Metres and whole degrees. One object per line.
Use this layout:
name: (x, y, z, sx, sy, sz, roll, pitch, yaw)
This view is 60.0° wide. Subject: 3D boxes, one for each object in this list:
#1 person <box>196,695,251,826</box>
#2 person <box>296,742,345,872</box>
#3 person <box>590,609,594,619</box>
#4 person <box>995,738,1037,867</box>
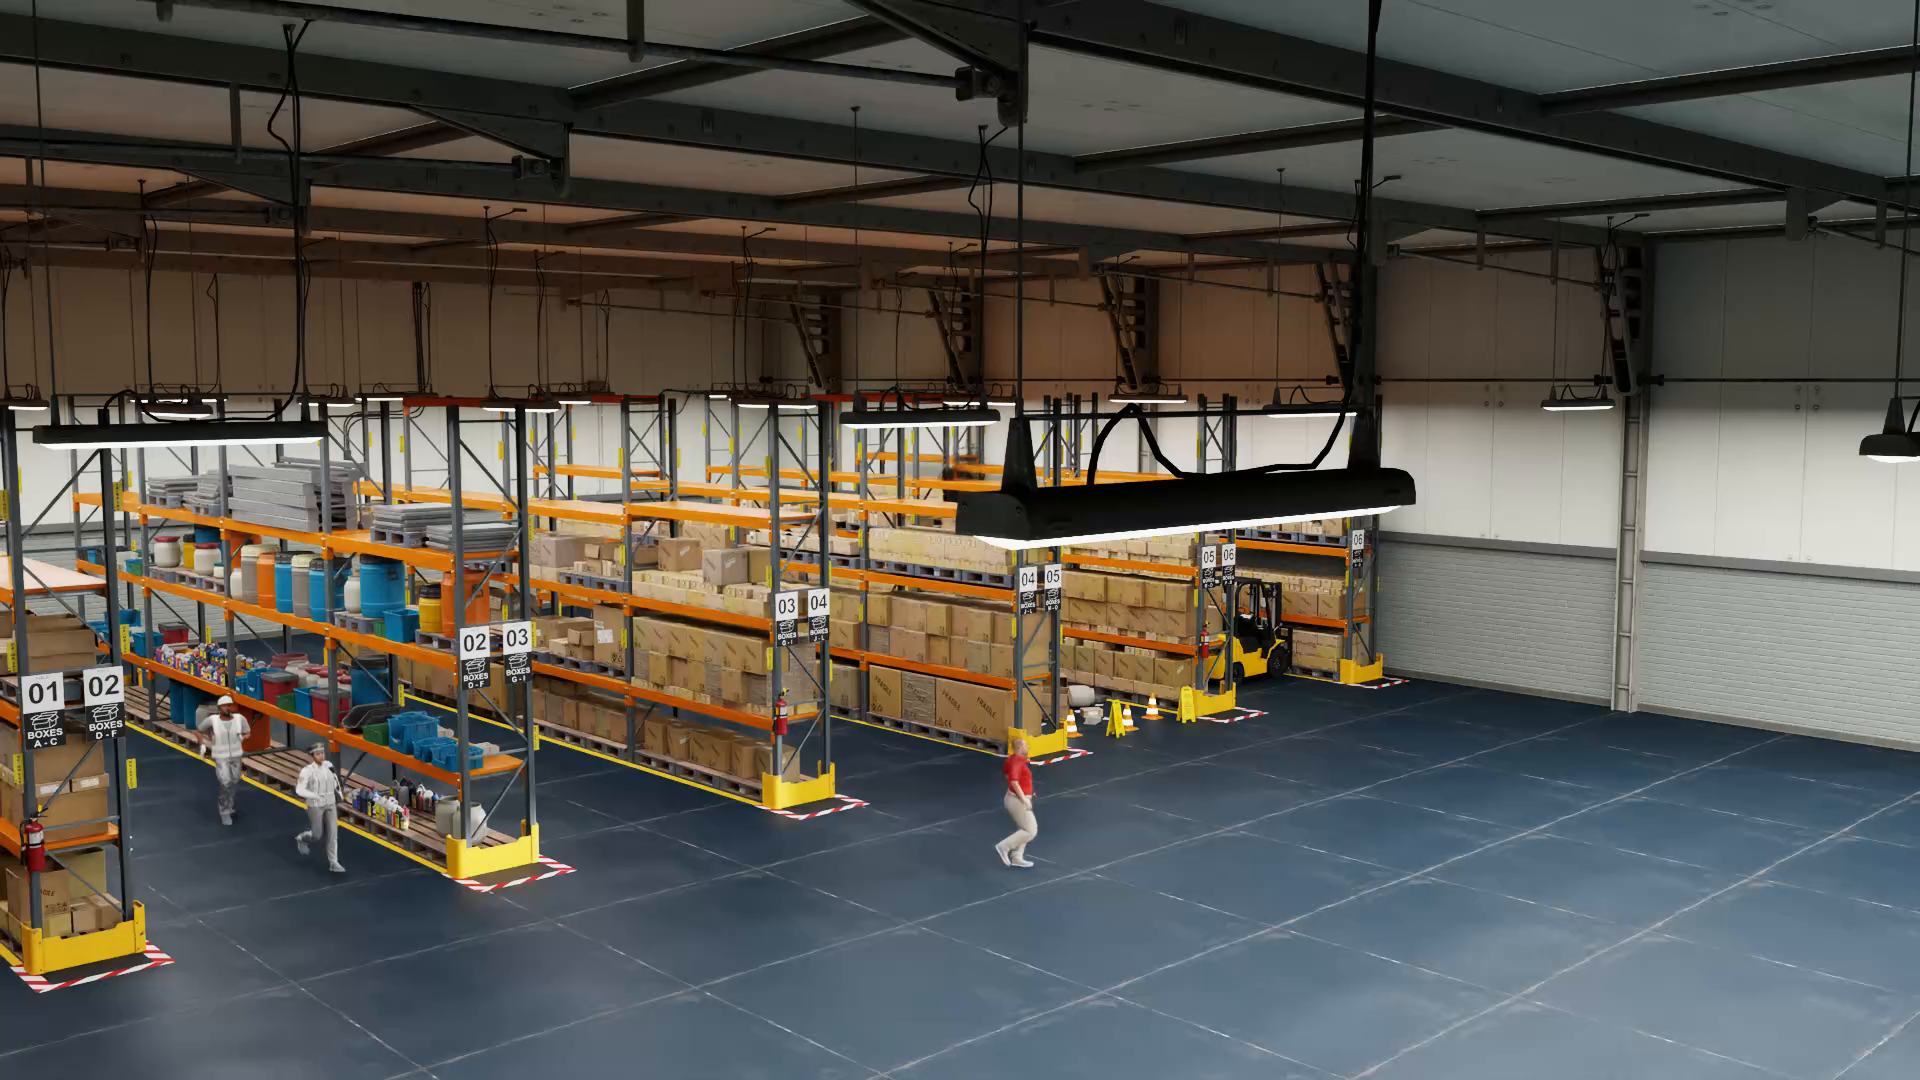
person: (-10.498, 3.142, 23.816, 0.664, 1.840, 0.775, -5, 8, -43)
person: (-8.231, 3.421, 21.473, 0.949, 1.656, 0.630, 5, 7, 40)
person: (-8.896, 1.516, 40.988, 0.812, 1.726, 0.760, 3, 6, 29)
person: (0.715, 3.412, 21.578, 0.598, 1.701, 0.681, -1, 6, -12)
